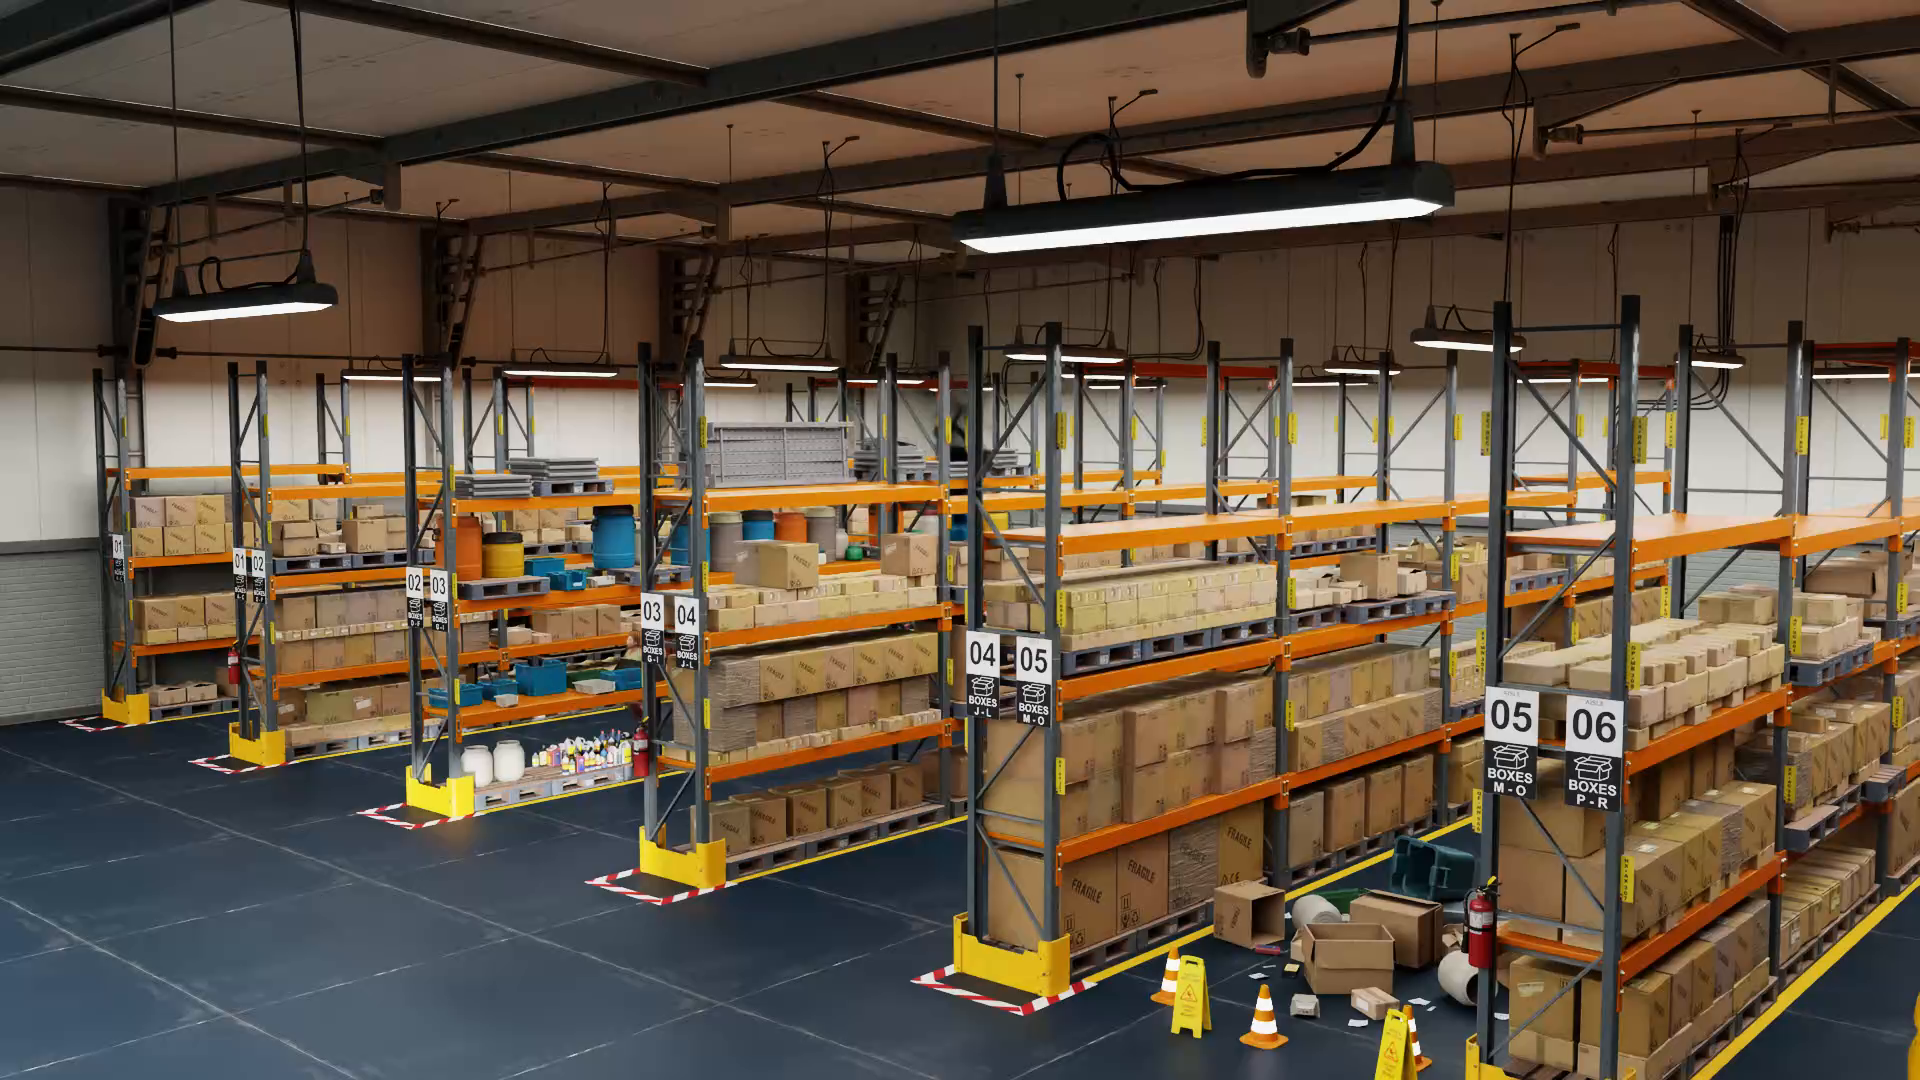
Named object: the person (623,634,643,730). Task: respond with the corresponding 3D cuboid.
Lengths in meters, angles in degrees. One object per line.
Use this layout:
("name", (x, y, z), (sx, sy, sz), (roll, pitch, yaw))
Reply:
("person", (-5.298, 2.342, 27.223), (0.596, 1.622, 0.716), (3, 5, 36))
